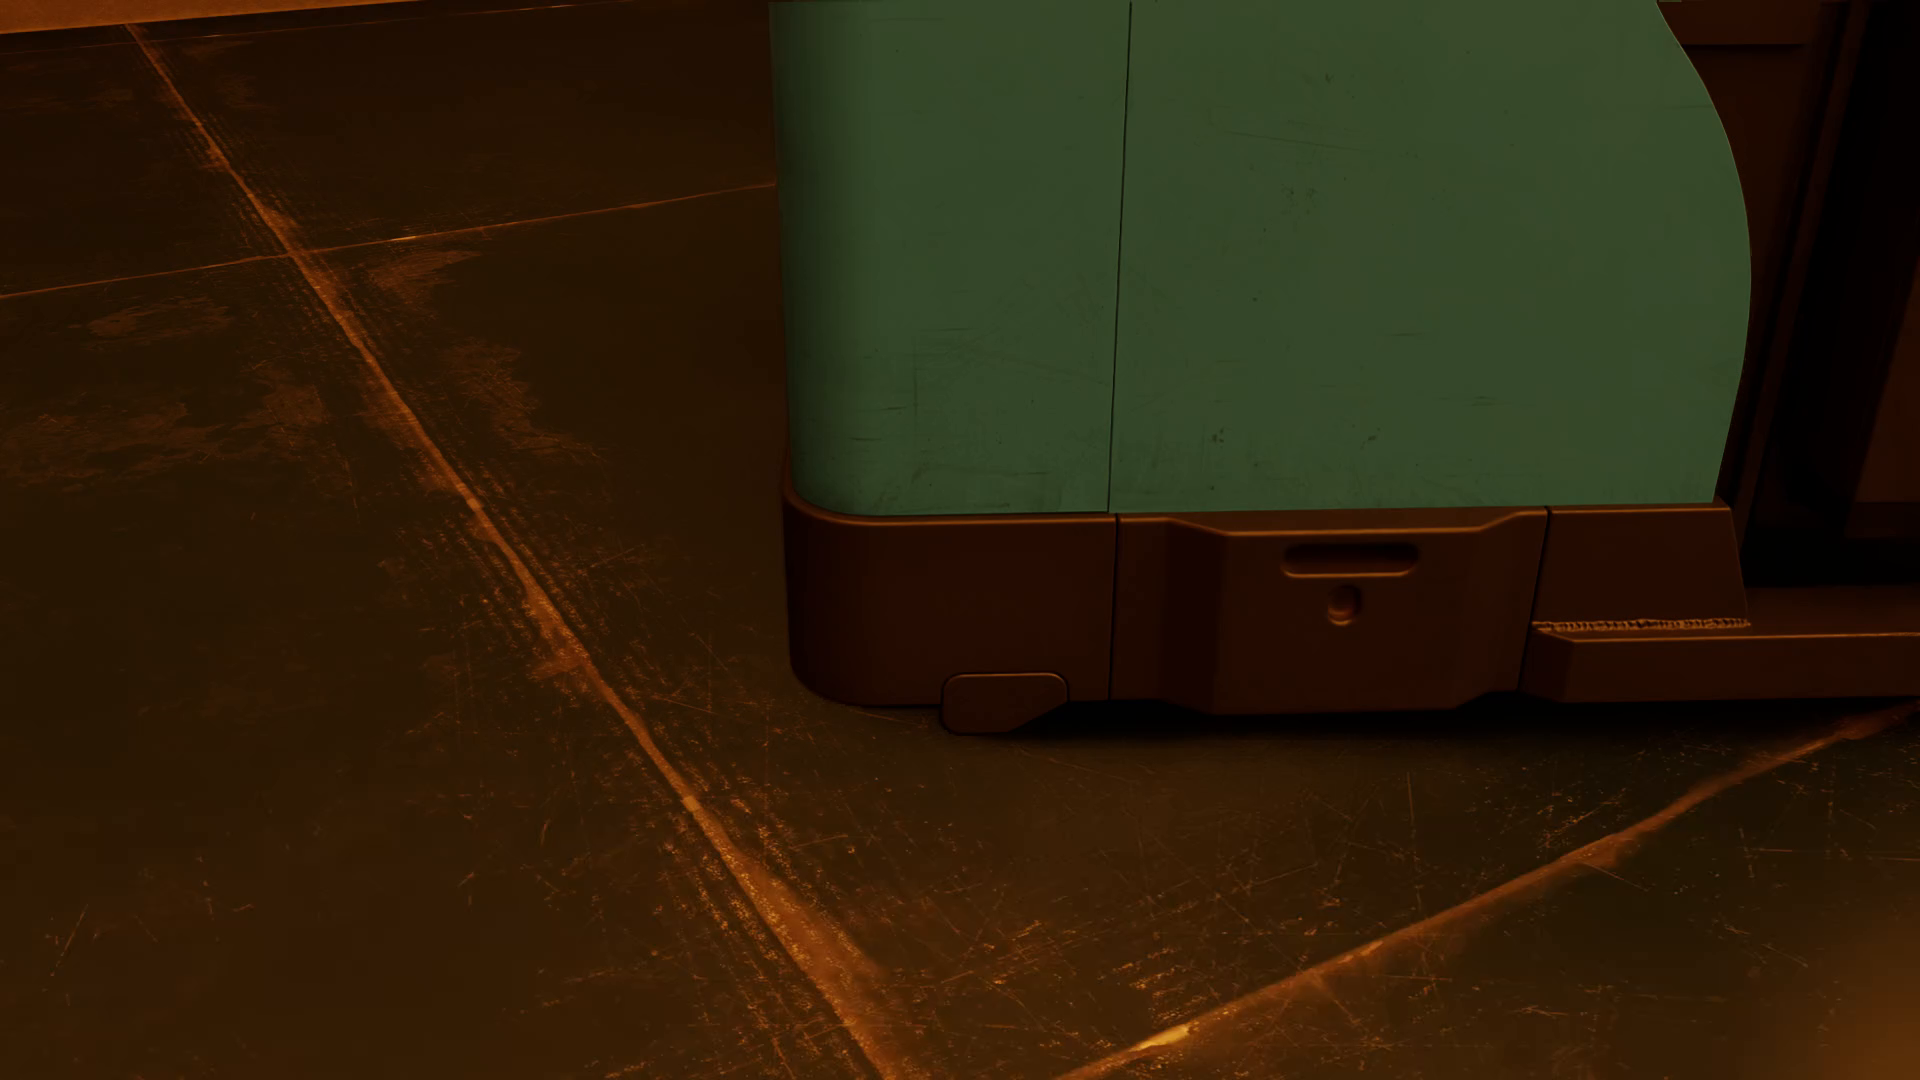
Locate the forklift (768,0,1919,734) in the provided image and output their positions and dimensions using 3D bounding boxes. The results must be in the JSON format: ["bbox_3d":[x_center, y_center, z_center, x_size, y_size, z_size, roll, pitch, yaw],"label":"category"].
[{"bbox_3d":[1.290,-1.310,1.842,3.031,2.935,1.130,-1,27,-2],"label":"forklift"}]
